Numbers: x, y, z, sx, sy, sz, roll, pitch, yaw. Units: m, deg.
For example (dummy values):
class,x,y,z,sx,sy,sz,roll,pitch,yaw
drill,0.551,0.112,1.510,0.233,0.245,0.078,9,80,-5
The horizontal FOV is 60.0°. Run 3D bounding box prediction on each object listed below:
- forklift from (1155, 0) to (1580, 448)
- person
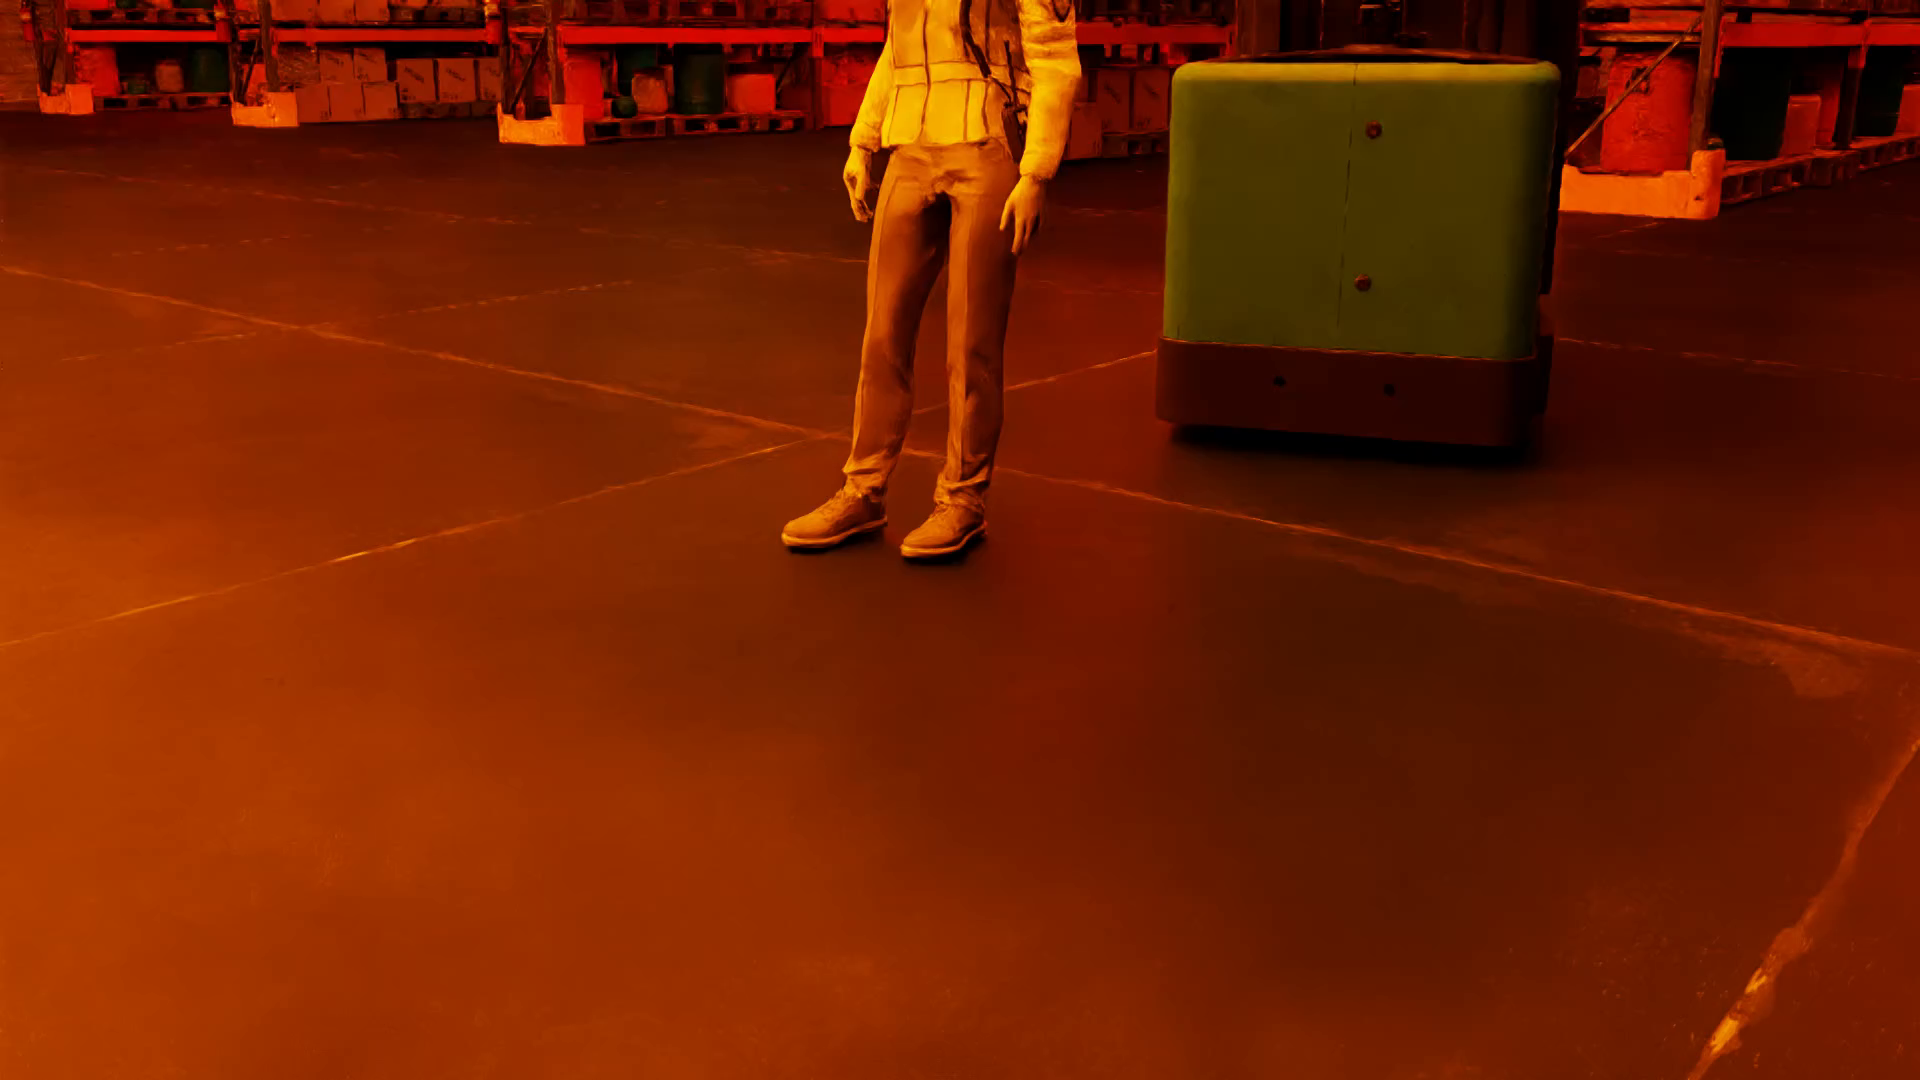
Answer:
class,x,y,z,sx,sy,sz,roll,pitch,yaw
forklift,1.546,-2.043,5.625,1.130,2.935,3.031,6,18,19
person,-0.049,-0.804,3.648,0.586,1.695,0.533,13,21,37
